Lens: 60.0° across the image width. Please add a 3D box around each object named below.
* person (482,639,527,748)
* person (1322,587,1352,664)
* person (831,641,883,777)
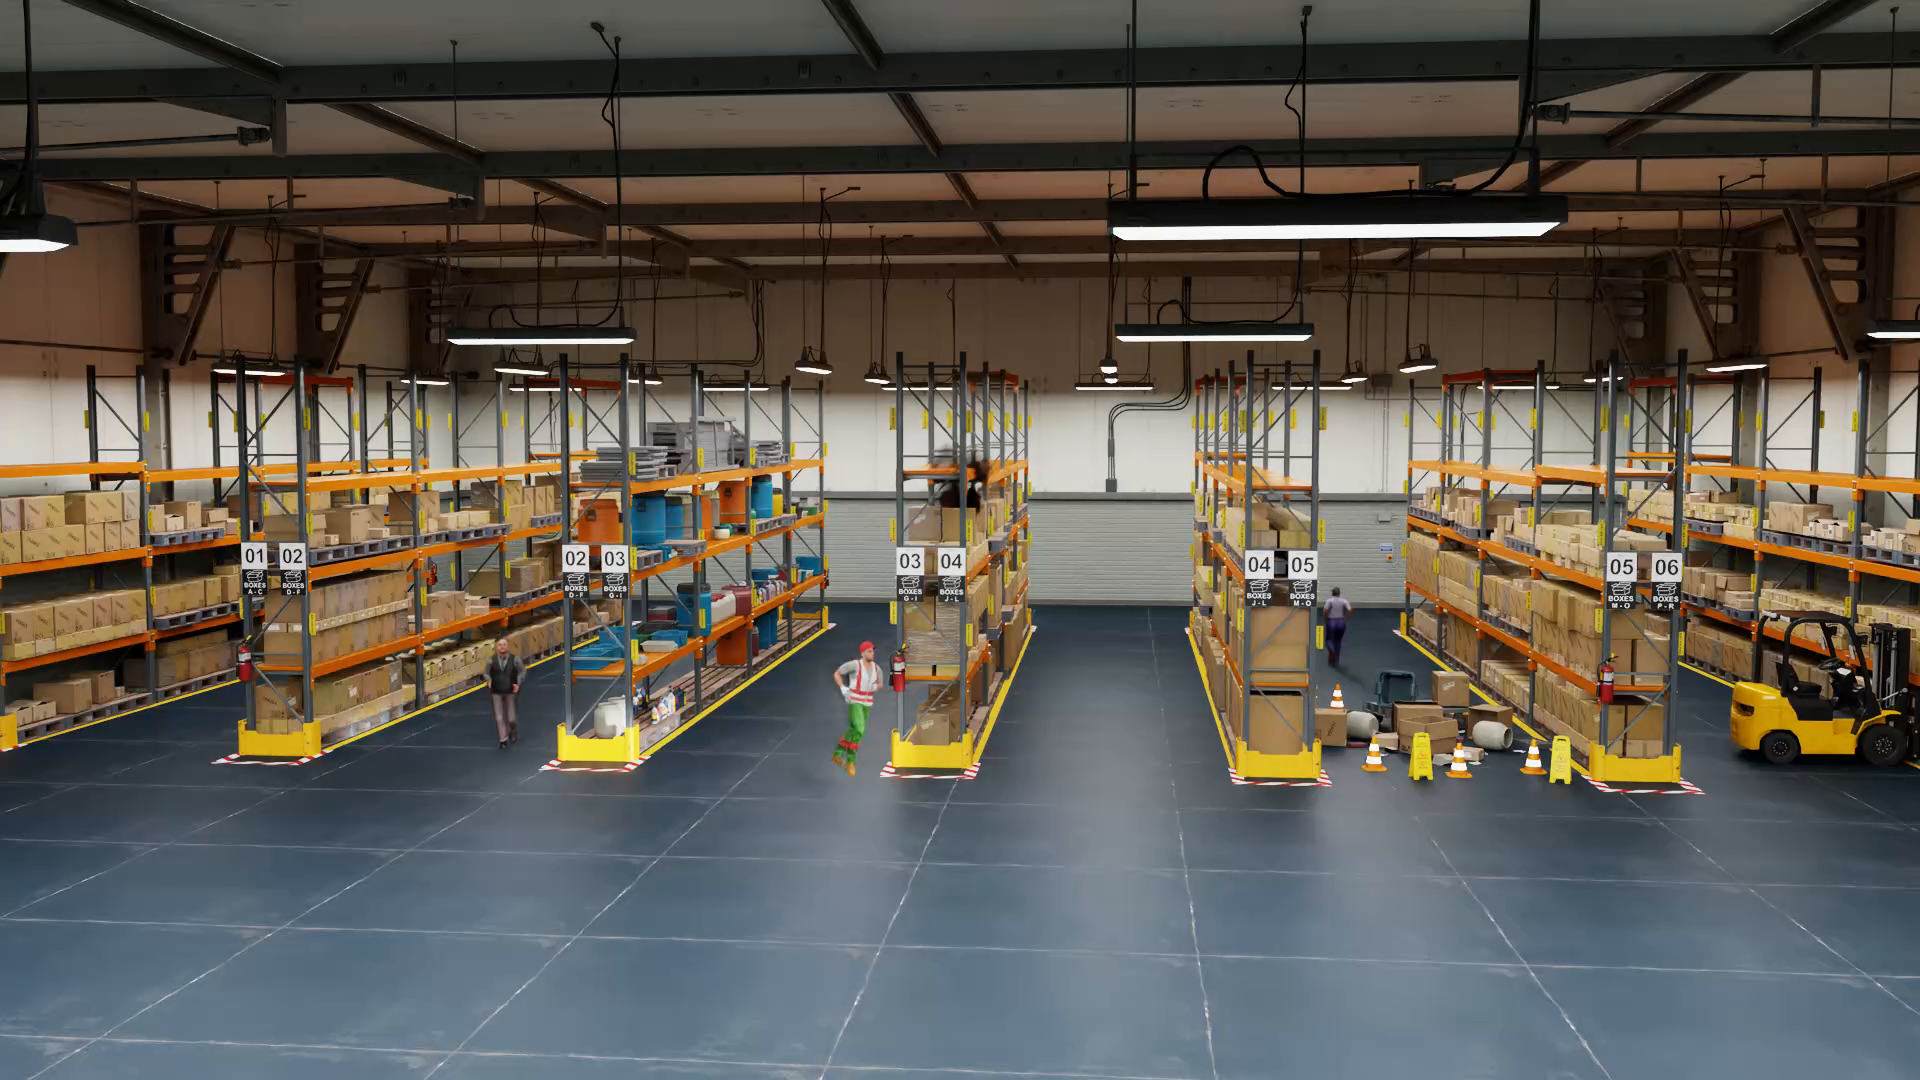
[{"bbox_3d":[-6.980,2.389,25.452,0.654,1.602,0.597,-1,4,-9],"label":"person"},{"bbox_3d":[7.757,1.774,34.237,0.623,1.619,0.550,0,4,-3],"label":"person"},{"bbox_3d":[-1.422,2.305,23.062,0.718,1.819,0.711,-4,6,-43],"label":"person"}]
